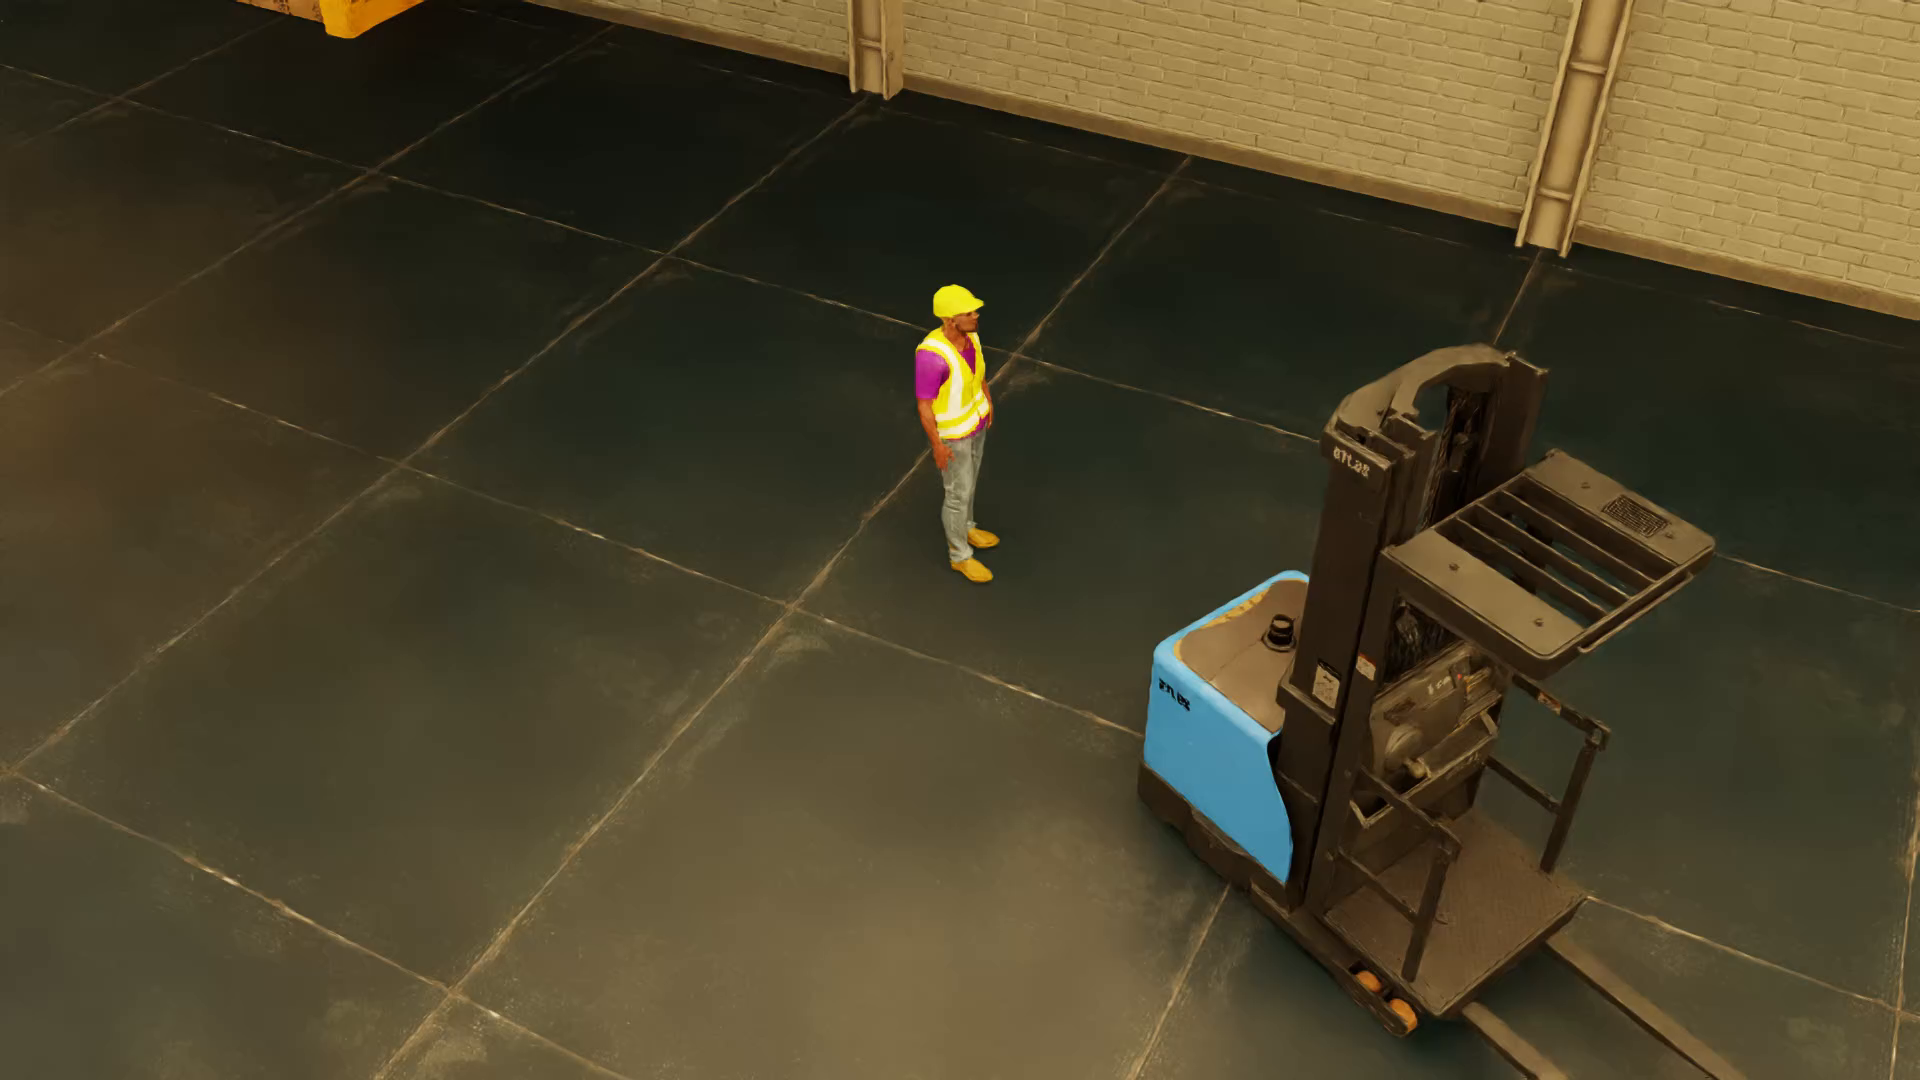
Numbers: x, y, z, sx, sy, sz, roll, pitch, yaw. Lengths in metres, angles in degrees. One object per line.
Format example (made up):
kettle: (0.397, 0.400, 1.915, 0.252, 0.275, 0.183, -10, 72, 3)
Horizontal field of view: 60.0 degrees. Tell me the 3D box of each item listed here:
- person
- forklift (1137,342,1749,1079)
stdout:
person: (0.059, -0.657, 9.660, 0.576, 1.766, 0.665, 18, 43, 21)
forklift: (2.217, 0.770, 7.072, 1.130, 2.935, 3.031, -27, 47, -28)
